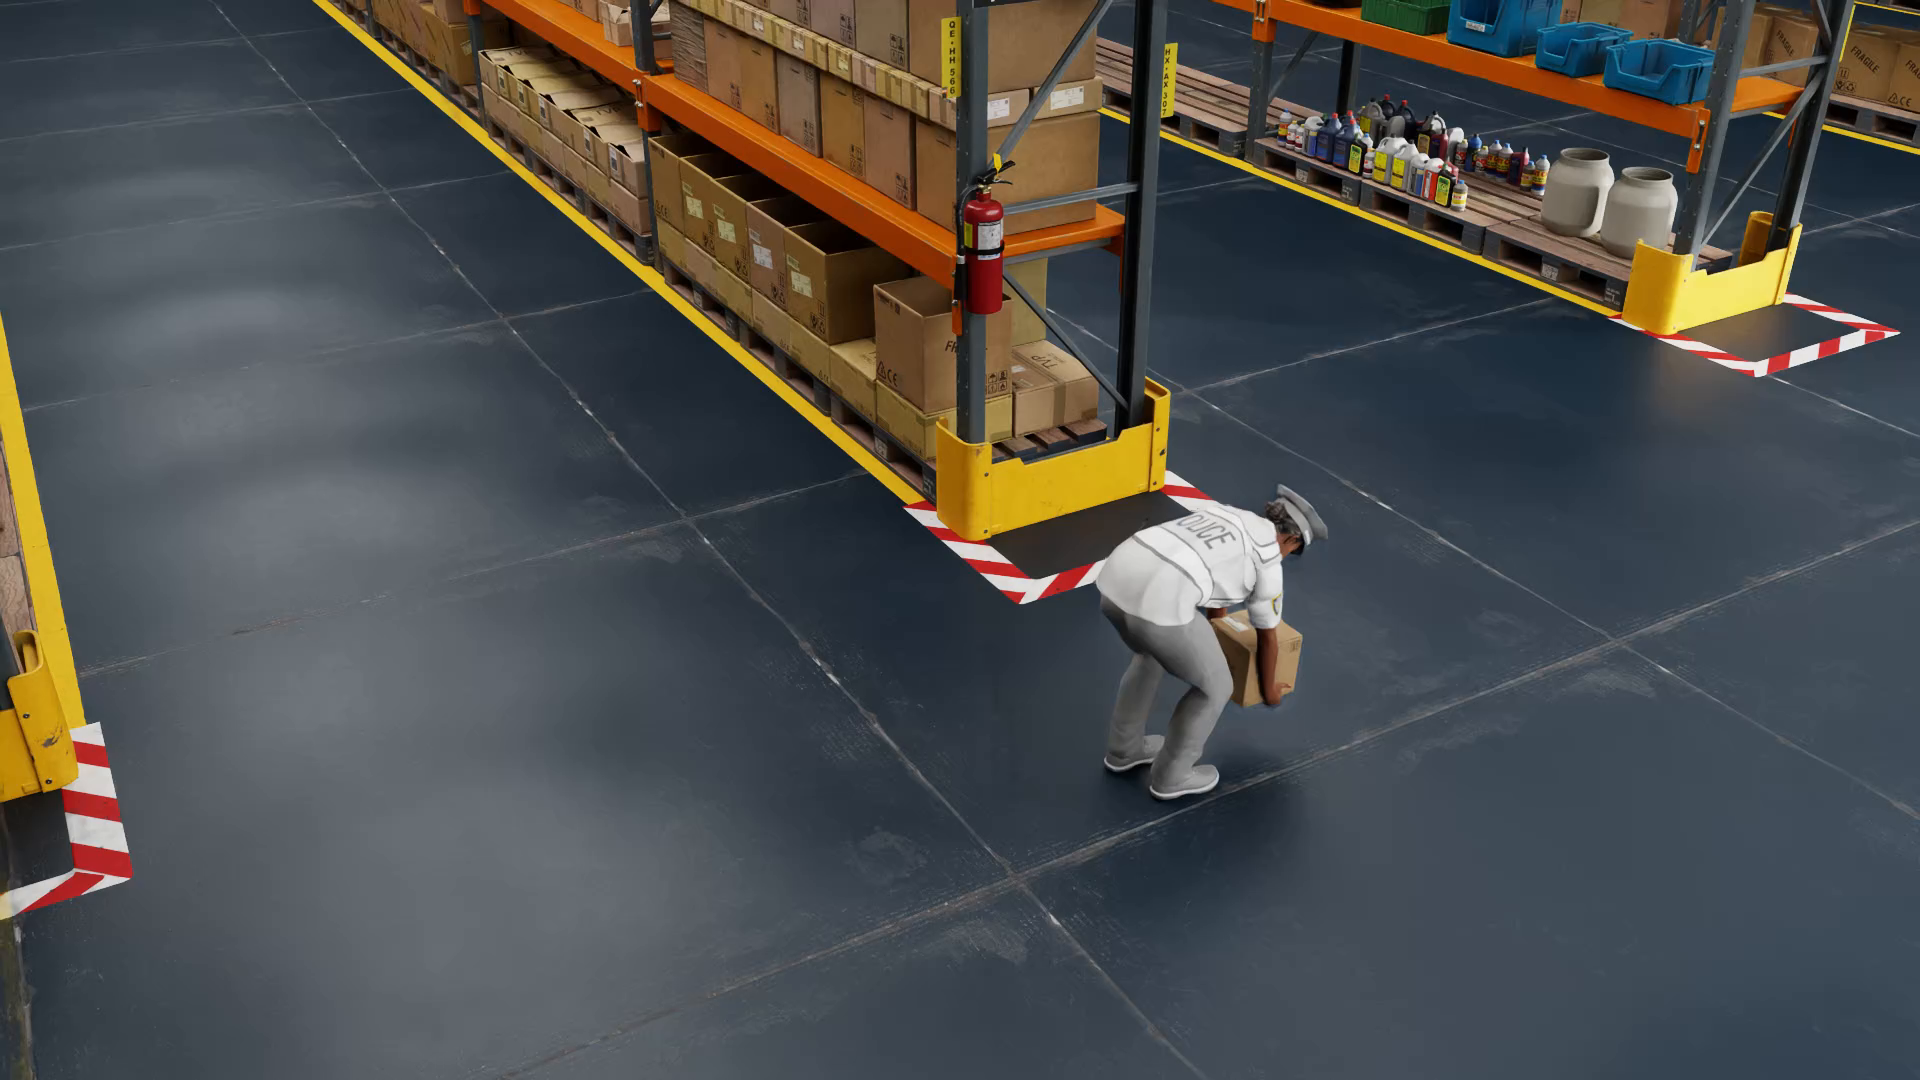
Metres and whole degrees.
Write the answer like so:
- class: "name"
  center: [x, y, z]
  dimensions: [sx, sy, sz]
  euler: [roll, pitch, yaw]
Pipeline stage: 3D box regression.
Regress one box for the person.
- class: "person"
  center: [0.917, 0.370, 6.084]
  dimensions: [0.942, 1.062, 0.423]
  euler: [-17, 33, -28]
